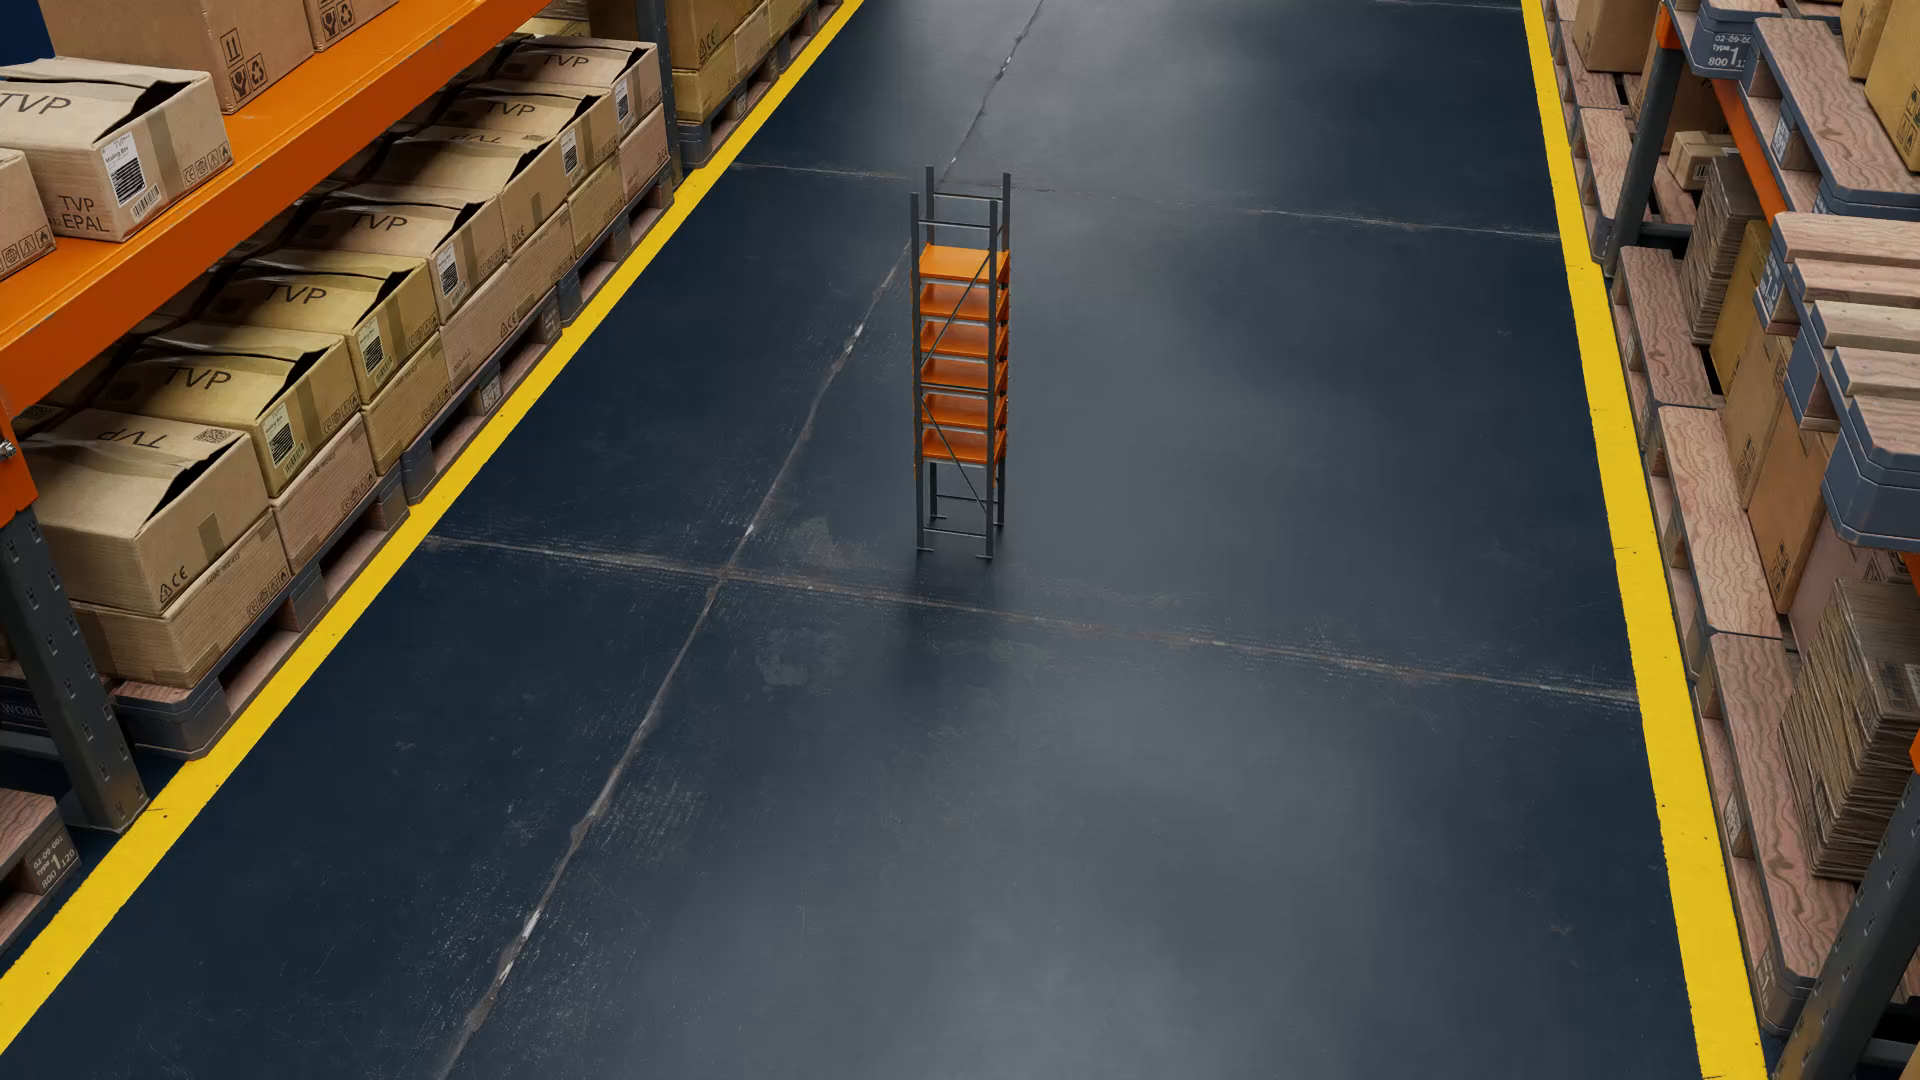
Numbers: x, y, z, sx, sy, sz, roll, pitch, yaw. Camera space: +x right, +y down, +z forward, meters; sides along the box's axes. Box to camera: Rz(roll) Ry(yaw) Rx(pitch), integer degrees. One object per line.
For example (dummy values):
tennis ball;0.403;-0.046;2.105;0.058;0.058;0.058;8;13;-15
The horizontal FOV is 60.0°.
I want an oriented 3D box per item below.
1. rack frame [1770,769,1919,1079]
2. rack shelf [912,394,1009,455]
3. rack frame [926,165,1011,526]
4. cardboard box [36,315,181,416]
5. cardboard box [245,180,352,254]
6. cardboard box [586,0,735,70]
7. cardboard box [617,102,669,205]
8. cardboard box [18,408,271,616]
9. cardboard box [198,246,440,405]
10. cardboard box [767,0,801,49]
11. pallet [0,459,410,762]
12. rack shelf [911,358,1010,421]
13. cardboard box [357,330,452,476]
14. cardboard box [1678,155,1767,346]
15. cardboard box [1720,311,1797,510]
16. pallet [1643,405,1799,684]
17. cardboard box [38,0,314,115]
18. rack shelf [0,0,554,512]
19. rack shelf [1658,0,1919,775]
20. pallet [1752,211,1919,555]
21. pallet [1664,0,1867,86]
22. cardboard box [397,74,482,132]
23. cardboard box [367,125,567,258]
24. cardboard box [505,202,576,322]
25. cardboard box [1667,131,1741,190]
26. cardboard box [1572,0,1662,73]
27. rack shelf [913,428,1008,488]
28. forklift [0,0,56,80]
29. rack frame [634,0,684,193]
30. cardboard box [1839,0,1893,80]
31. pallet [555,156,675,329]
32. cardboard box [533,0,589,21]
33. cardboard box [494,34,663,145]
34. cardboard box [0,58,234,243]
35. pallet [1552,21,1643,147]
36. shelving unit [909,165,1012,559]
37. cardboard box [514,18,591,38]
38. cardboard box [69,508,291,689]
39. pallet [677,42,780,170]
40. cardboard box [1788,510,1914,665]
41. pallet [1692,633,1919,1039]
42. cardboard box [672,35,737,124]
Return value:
rack frame;2.243;0.058;2.614;1.000;3.000;0.127;7;37;10
rack shelf;0.003;-0.361;5.006;0.258;0.103;0.180;7;37;10
rack frame;0.023;-0.547;4.982;0.240;1.200;0.006;7;37;10
cardboard box;-2.621;-0.475;4.856;0.500;0.311;0.500;7;36;9
cardboard box;-2.402;-1.051;5.651;0.500;0.311;0.500;8;37;11
cardboard box;-1.338;-2.441;7.408;0.500;0.500;0.500;7;37;10
cardboard box;-1.548;-1.637;6.937;0.500;0.250;0.500;7;37;10
cardboard box;-2.198;-0.108;4.350;0.500;0.311;0.500;9;37;12
cardboard box;-1.983;-0.702;5.170;0.500;0.311;0.500;6;36;9
cardboard box;-1.124;-2.711;8.419;0.500;0.250;0.500;7;37;10
pallet;-2.383;0.101;4.930;1.003;0.211;1.213;7;37;10
rack shelf;0.003;-0.458;4.935;0.258;0.103;0.180;7;37;10
cardboard box;-1.987;-0.468;5.325;0.500;0.250;0.500;6;36;9
cardboard box;2.956;-0.977;5.797;0.700;0.500;0.500;9;37;12
cardboard box;2.747;-0.387;4.983;0.700;0.500;0.500;8;37;10
pallet;2.674;0.042;5.012;1.003;0.211;1.213;7;37;10
cardboard box;-2.255;-1.565;4.768;0.500;0.500;0.500;5;36;7
rack shelf;-2.170;-1.416;5.261;1.077;0.370;4.000;7;37;10
rack shelf;2.670;-0.797;4.407;1.077;0.370;4.000;7;37;10
pallet;2.291;-0.286;3.252;1.213;0.211;1.003;7;37;10
pallet;2.792;-1.738;5.255;1.003;0.211;1.213;7;37;10
cardboard box;-2.186;-1.646;6.472;0.500;0.311;0.500;7;37;9
cardboard box;-1.763;-1.285;5.974;0.500;0.311;0.500;7;37;10
cardboard box;-1.767;-1.054;6.133;0.500;0.250;0.500;8;37;11
cardboard box;3.182;-1.577;6.909;0.380;0.166;0.250;3;36;4
cardboard box;3.389;-2.568;7.992;0.700;0.500;0.500;5;36;7
rack shelf;0.003;-0.264;5.076;0.258;0.103;0.180;7;37;10
forklift;-4.420;-1.984;5.490;1.130;2.935;3.031;7;36;9
rack frame;-1.743;-2.854;6.632;1.000;3.000;0.127;7;37;10
cardboard box;2.719;-1.465;4.256;0.700;0.500;0.500;12;38;16
pallet;-1.862;-1.298;6.861;1.003;0.211;1.213;7;37;10
cardboard box;-1.739;-2.793;7.894;0.500;0.500;0.500;7;37;10
cardboard box;-1.549;-1.870;6.781;0.500;0.311;0.500;7;37;10
cardboard box;-2.217;-1.013;4.168;0.500;0.311;0.500;7;37;9
pallet;3.465;-2.197;8.102;1.003;0.211;1.213;7;37;10
shelving unit;0.003;-0.494;4.909;0.258;1.200;0.189;7;37;10
cardboard box;-1.857;-2.204;7.720;0.500;0.250;0.500;7;37;10
cardboard box;-2.198;0.119;4.515;0.500;0.250;0.500;7;37;10
pallet;-1.532;-2.176;8.072;1.003;0.211;1.213;7;37;10
cardboard box;2.569;0.192;4.184;0.700;0.500;0.500;7;37;10
pallet;2.411;0.739;4.050;1.003;0.211;1.213;7;37;10
cardboard box;-1.348;-2.139;7.630;0.500;0.250;0.500;7;37;10
